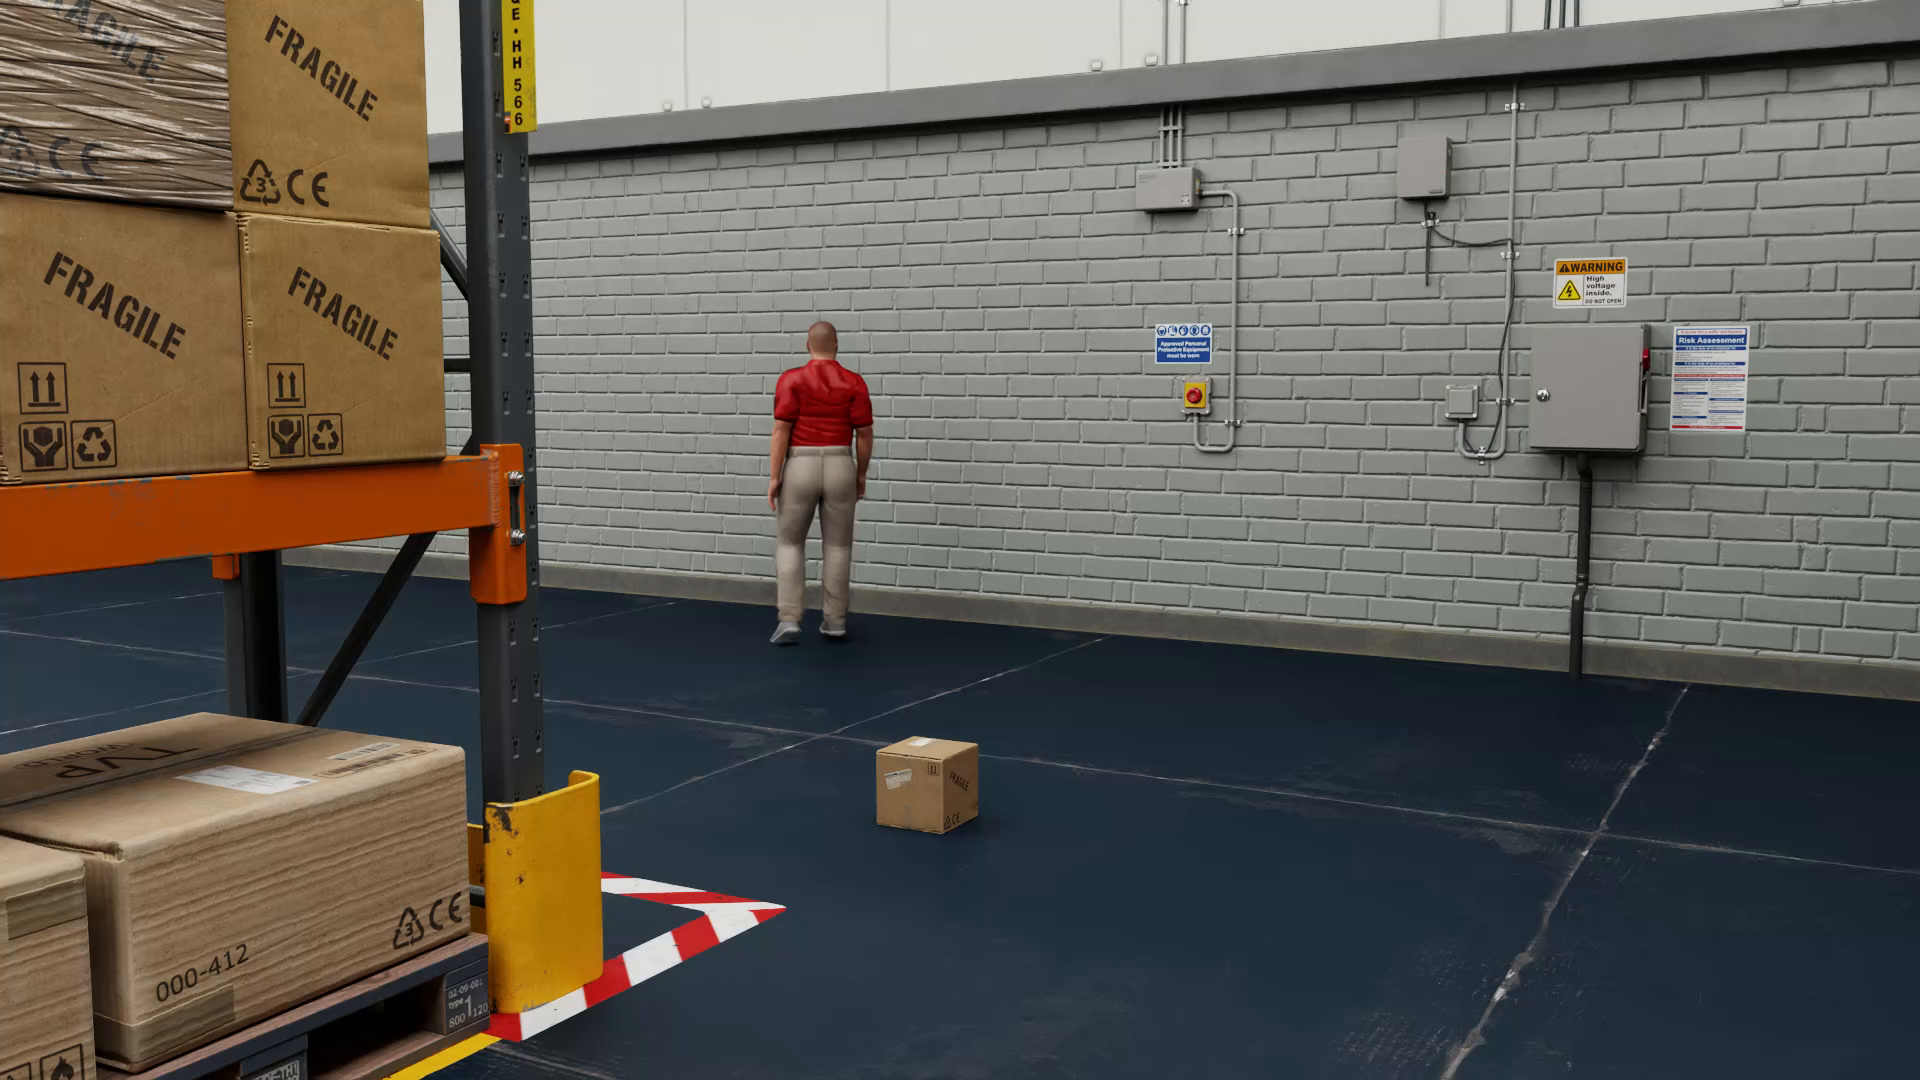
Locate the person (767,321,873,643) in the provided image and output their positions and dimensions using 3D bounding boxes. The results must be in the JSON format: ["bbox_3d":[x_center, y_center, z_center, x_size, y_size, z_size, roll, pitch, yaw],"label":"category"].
[{"bbox_3d":[-0.775,-0.288,9.113,0.584,1.805,0.451,-1,6,-13],"label":"person"}]
